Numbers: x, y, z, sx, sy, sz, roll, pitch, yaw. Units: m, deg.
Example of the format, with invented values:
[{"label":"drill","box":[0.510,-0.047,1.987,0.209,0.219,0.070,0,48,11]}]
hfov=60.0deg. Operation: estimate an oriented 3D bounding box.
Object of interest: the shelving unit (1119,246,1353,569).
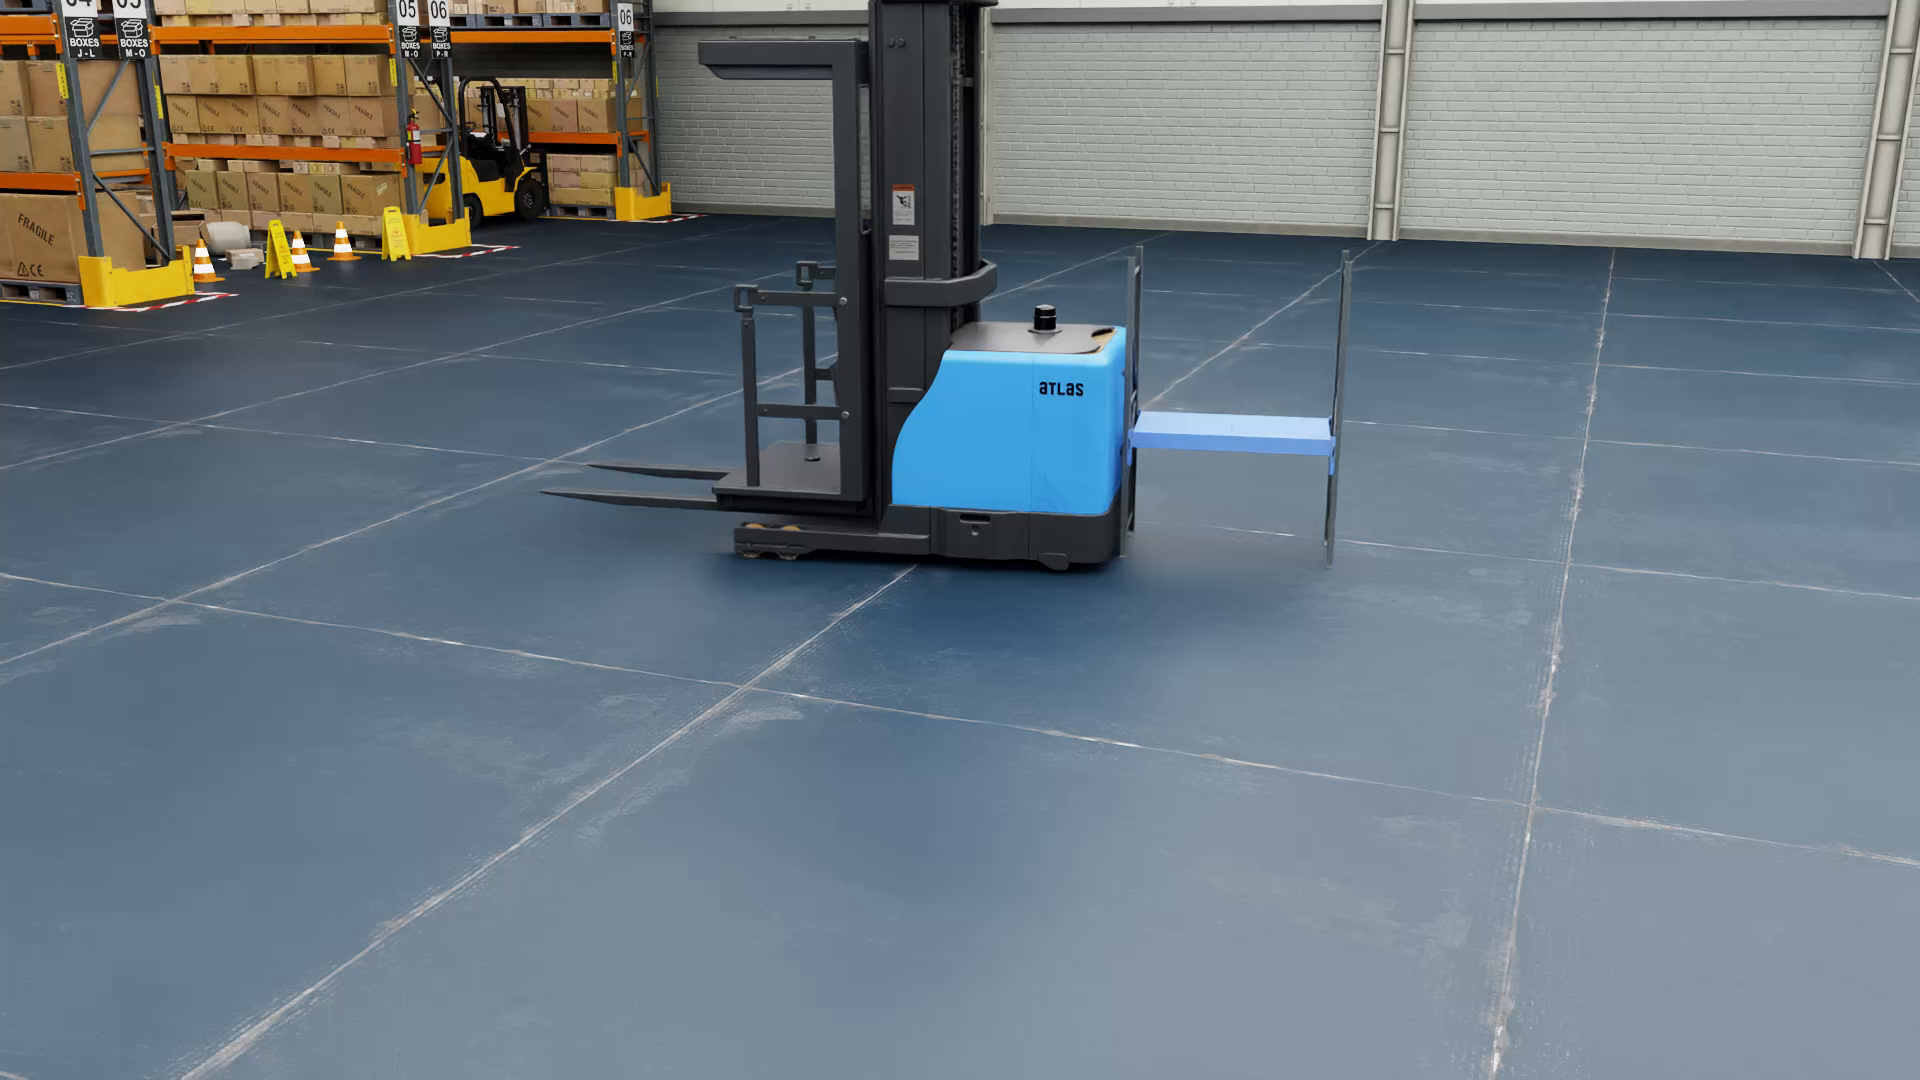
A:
[{"label":"shelving unit","box":[1.364,-0.672,8.299,1.048,1.500,0.538,3,16,10]}]

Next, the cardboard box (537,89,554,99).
[{"label":"cardboard box","box":[-6.378,-6.952,25.898,0.250,0.149,0.380,6,17,19]}]

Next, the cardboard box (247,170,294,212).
[{"label":"cardboard box","box":[-9.098,-4.653,22.154,0.500,0.500,0.500,7,18,24]}]

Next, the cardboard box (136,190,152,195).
[{"label":"cardboard box","box":[-11.691,-4.712,23.485,0.625,0.372,0.950,7,18,24]}]

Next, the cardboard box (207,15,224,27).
[{"label":"cardboard box","box":[-9.620,-6.797,21.778,0.250,0.149,0.380,7,18,22]}]

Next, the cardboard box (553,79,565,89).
[{"label":"cardboard box","box":[-6.102,-7.092,25.844,0.250,0.149,0.380,6,17,21]}]

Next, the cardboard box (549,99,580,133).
[{"label":"cardboard box","box":[-6.027,-6.611,25.887,0.500,0.500,0.500,7,18,22]}]

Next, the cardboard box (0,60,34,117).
[{"label":"cardboard box","box":[-9.410,-4.615,16.983,0.550,0.550,0.875,6,17,21]}]

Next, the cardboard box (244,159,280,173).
[{"label":"cardboard box","box":[-9.258,-4.962,22.056,0.250,0.149,0.380,7,18,24]}]

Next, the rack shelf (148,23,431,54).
[{"label":"rack shelf","box":[-8.672,-6.537,21.722,4.000,0.370,1.077,6,17,21]}]

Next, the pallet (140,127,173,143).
[{"label":"pallet","box":[-11.190,-5.671,23.171,1.213,0.211,1.003,6,17,21]}]

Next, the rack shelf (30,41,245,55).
[{"label":"rack shelf","box":[-14.296,-8.643,28.977,4.000,0.370,1.077,6,17,21]}]

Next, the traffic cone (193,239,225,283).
[{"label":"traffic cone","box":[-8.506,-3.148,18.687,0.334,0.463,0.336,6,17,21]}]

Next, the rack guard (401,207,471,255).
[{"label":"rack guard","box":[-6.882,-4.045,21.711,0.348,0.500,1.175,6,17,21]}]

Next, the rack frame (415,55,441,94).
[{"label":"rack frame","box":[-8.714,-6.935,27.181,0.127,3.000,1.000,6,17,21]}]

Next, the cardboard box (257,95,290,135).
[{"label":"cardboard box","box":[-8.810,-5.574,21.780,0.500,0.500,0.500,6,17,21]}]

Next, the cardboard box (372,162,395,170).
[{"label":"cardboard box","box":[-9.204,-6.046,27.627,0.625,0.625,0.875,7,18,23]}]

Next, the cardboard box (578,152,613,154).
[{"label":"cardboard box","box":[-5.837,-6.035,26.468,0.500,0.250,0.500,6,17,21]}]

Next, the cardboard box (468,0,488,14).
[{"label":"cardboard box","box":[-7.445,-8.330,25.914,0.258,0.266,0.396,6,17,19]}]

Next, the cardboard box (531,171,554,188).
[{"label":"cardboard box","box":[-6.511,-5.717,26.268,0.500,0.250,0.500,6,17,19]}]

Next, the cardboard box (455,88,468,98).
[{"label":"cardboard box","box":[-7.818,-7.103,26.419,0.250,0.149,0.380,7,17,22]}]

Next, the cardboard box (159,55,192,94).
[{"label":"cardboard box","box":[-10.202,-6.217,22.201,0.500,0.500,0.700,6,17,20]}]

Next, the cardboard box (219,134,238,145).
[{"label":"cardboard box","box":[-9.627,-5.345,22.155,0.250,0.149,0.380,7,18,22]}]

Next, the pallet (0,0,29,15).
[{"label":"pallet","box":[-10.366,-5.539,17.152,1.213,0.211,1.003,6,17,21]}]

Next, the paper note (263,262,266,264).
[{"label":"paper note","box":[-8.421,-3.392,20.304,0.142,0.019,0.148,0,16,1]}]

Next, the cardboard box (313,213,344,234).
[{"label":"cardboard box","box":[-8.141,-4.187,21.894,0.500,0.250,0.500,6,17,21]}]

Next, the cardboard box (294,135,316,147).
[{"label":"cardboard box","box":[-8.453,-5.213,21.699,0.250,0.149,0.380,6,17,20]}]

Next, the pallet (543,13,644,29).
[{"label":"pallet","box":[-5.642,-8.003,25.637,1.213,0.211,1.003,6,17,21]}]

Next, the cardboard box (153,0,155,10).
[{"label":"cardboard box","box":[-11.129,-7.239,22.365,0.500,0.250,0.500,6,17,20]}]

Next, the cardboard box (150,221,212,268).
[{"label":"cardboard box","box":[-9.374,-3.562,20.041,0.637,0.503,0.797,-5,17,-18]}]

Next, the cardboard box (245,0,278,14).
[{"label":"cardboard box","box":[-8.808,-6.886,21.369,0.500,0.250,0.500,6,17,21]}]

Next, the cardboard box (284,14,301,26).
[{"label":"cardboard box","box":[-8.427,-6.660,21.304,0.250,0.149,0.380,6,17,19]}]

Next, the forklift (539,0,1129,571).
[{"label":"forklift","box":[-0.668,-1.451,8.414,3.031,2.935,1.130,3,17,12]}]

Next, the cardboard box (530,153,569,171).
[{"label":"cardboard box","box":[-6.486,-5.953,26.184,0.500,0.250,0.500,7,17,21]}]

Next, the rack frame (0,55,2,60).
[{"label":"rack frame","box":[-14.253,-6.056,24.154,0.127,3.000,1.000,6,17,21]}]

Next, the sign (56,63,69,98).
[{"label":"sign","box":[-8.745,-4.474,16.203,0.005,0.325,0.100,6,17,21]}]

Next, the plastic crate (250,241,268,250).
[{"label":"plastic crate","box":[-9.372,-3.872,21.866,0.583,0.080,0.402,0,16,1]}]

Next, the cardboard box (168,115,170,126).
[{"label":"cardboard box","box":[-10.930,-5.866,23.198,0.250,0.149,0.380,7,17,21]}]

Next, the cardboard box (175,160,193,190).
[{"label":"cardboard box","box":[-13.369,-6.386,29.023,0.500,0.500,0.500,6,17,20]}]

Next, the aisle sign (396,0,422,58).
[{"label":"aisle sign","box":[-6.860,-6.405,20.692,0.004,0.787,0.394,6,17,21]}]

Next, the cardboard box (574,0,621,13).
[{"label":"cardboard box","box":[-5.494,-8.246,25.205,0.500,0.500,0.500,7,18,22]}]

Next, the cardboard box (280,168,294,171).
[{"label":"cardboard box","box":[-8.934,-4.794,22.640,0.500,0.500,0.500,7,18,24]}]

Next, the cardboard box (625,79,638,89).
[{"label":"cardboard box","box":[-5.227,-7.118,25.934,0.250,0.149,0.380,6,17,20]}]

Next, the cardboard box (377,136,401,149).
[{"label":"cardboard box","box":[-7.237,-5.100,21.311,0.250,0.149,0.380,7,18,22]}]

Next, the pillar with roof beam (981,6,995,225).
[{"label":"pillar with roof beam","box":[-1.308,-7.981,20.025,0.400,9.000,9.100,6,17,21]}]

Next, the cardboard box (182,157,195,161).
[{"label":"cardboard box","box":[-13.253,-6.661,28.806,0.250,0.149,0.380,5,17,18]}]

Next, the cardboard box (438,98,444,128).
[{"label":"cardboard box","box":[-8.397,-6.870,26.777,0.500,0.500,0.500,6,17,19]}]

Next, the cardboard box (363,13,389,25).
[{"label":"cardboard box","box":[-7.246,-6.522,20.828,0.250,0.149,0.380,6,17,21]}]

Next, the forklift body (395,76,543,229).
[{"label":"forklift body","box":[-7.427,-5.839,24.928,1.214,2.155,2.313,6,17,21]}]

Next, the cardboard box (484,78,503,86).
[{"label":"cardboard box","box":[-7.299,-7.216,26.274,0.250,0.149,0.380,6,17,20]}]

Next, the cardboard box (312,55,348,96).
[{"label":"cardboard box","box":[-7.834,-5.958,21.311,0.500,0.500,0.700,6,17,21]}]

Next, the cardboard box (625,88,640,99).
[{"label":"cardboard box","box":[-5.214,-6.987,26.018,0.250,0.149,0.380,6,17,19]}]
